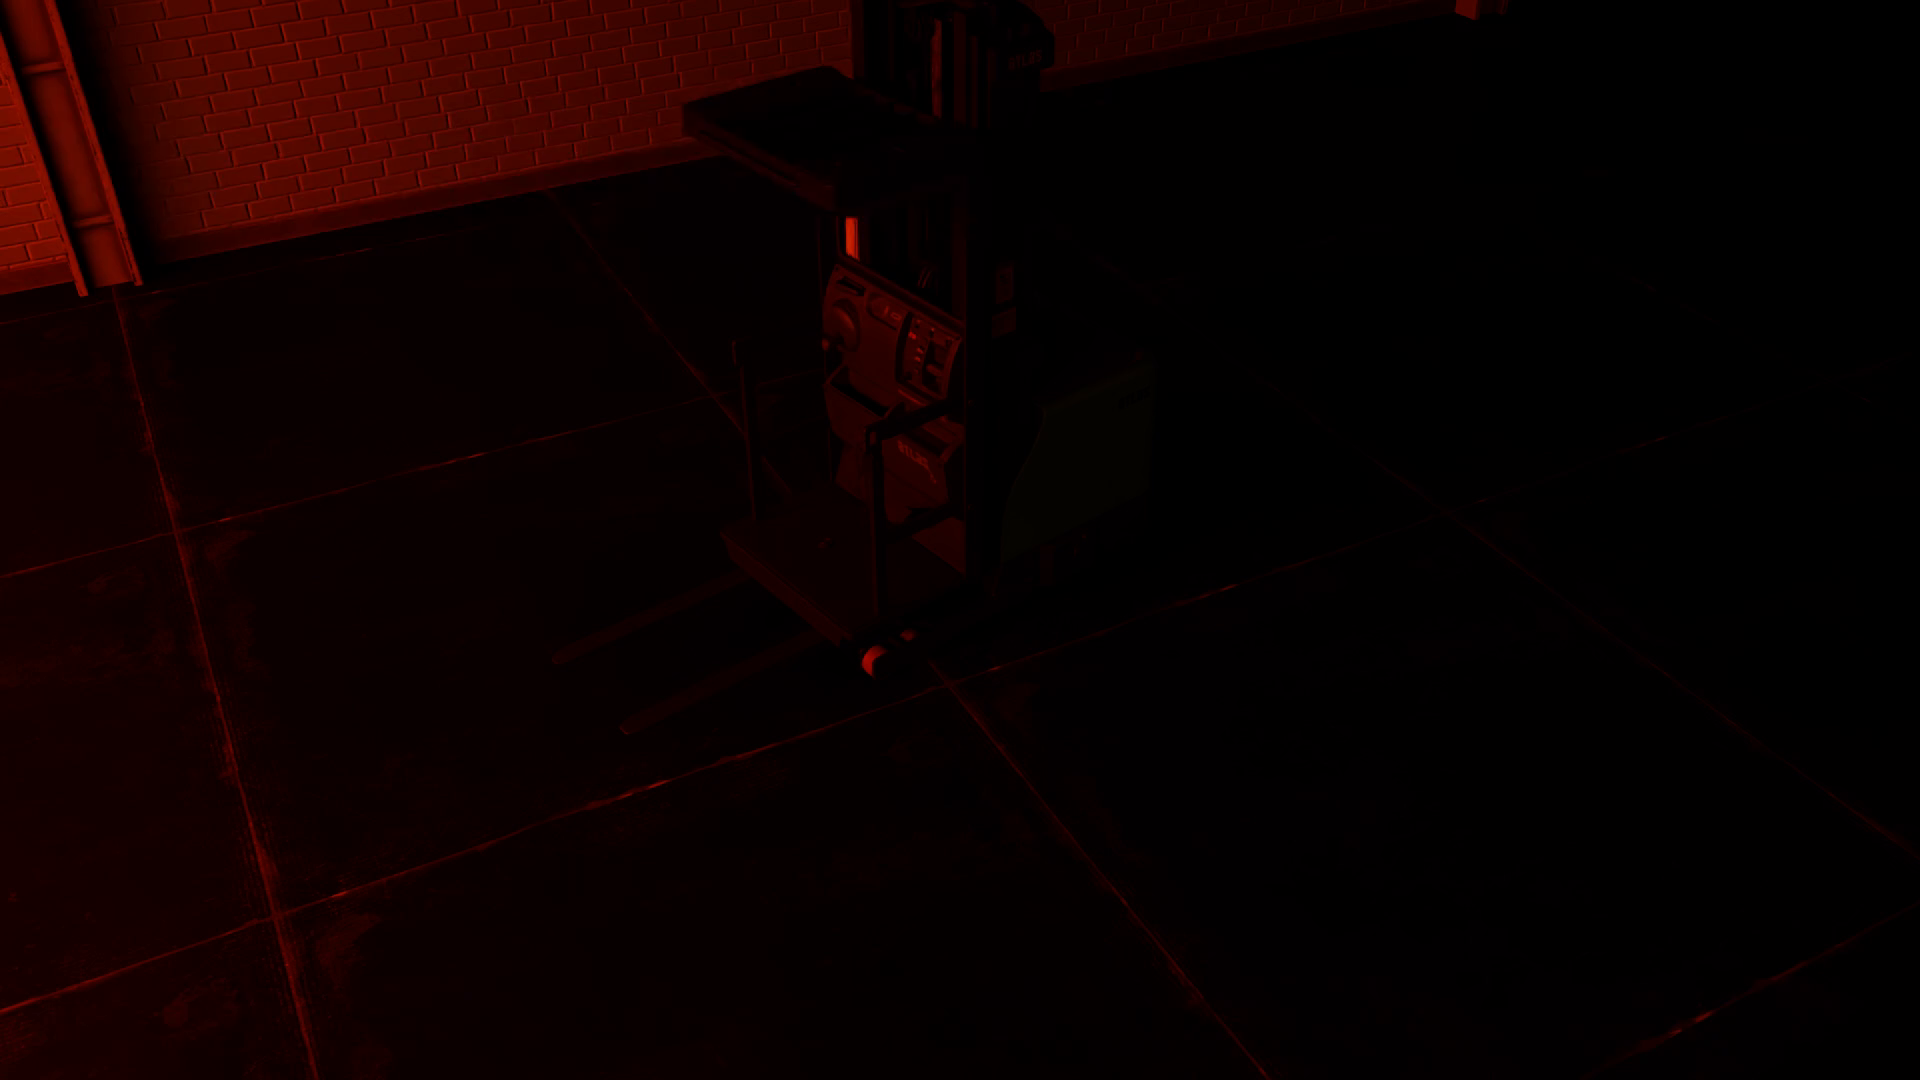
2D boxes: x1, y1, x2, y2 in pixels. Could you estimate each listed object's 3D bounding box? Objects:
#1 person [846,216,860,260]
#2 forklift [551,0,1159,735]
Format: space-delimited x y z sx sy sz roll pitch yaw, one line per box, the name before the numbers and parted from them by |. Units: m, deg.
person | -0.514 -1.565 9.440 0.486 1.745 0.854 -1 35 -1
forklift | -0.473 -0.890 7.383 3.031 2.935 1.130 -26 43 -31
